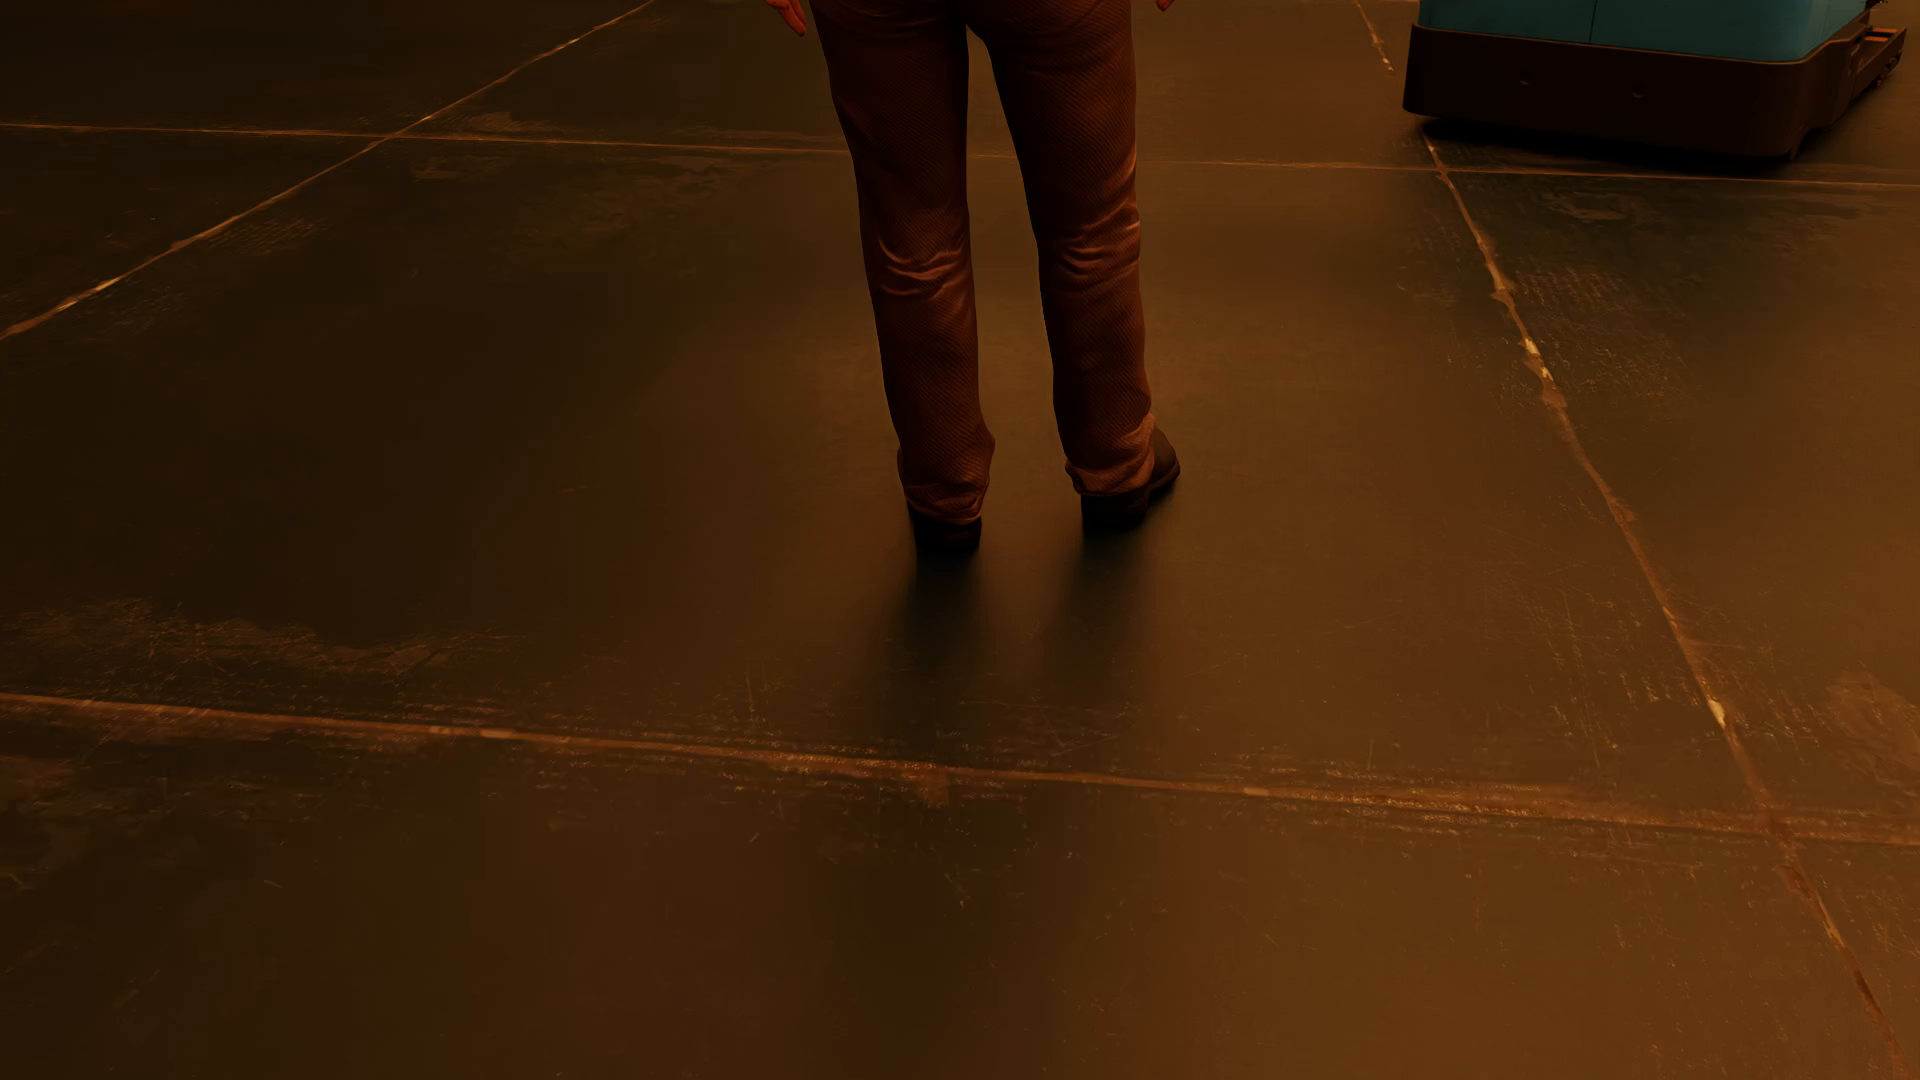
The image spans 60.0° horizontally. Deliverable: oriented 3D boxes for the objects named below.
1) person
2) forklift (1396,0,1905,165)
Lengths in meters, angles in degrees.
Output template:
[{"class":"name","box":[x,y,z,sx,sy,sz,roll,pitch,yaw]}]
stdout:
[{"class":"person","box":[0.015,-0.804,2.167,0.634,1.723,0.566,3,27,7]},{"class":"forklift","box":[2.521,-2.898,5.027,1.130,2.935,3.031,17,31,31]}]
